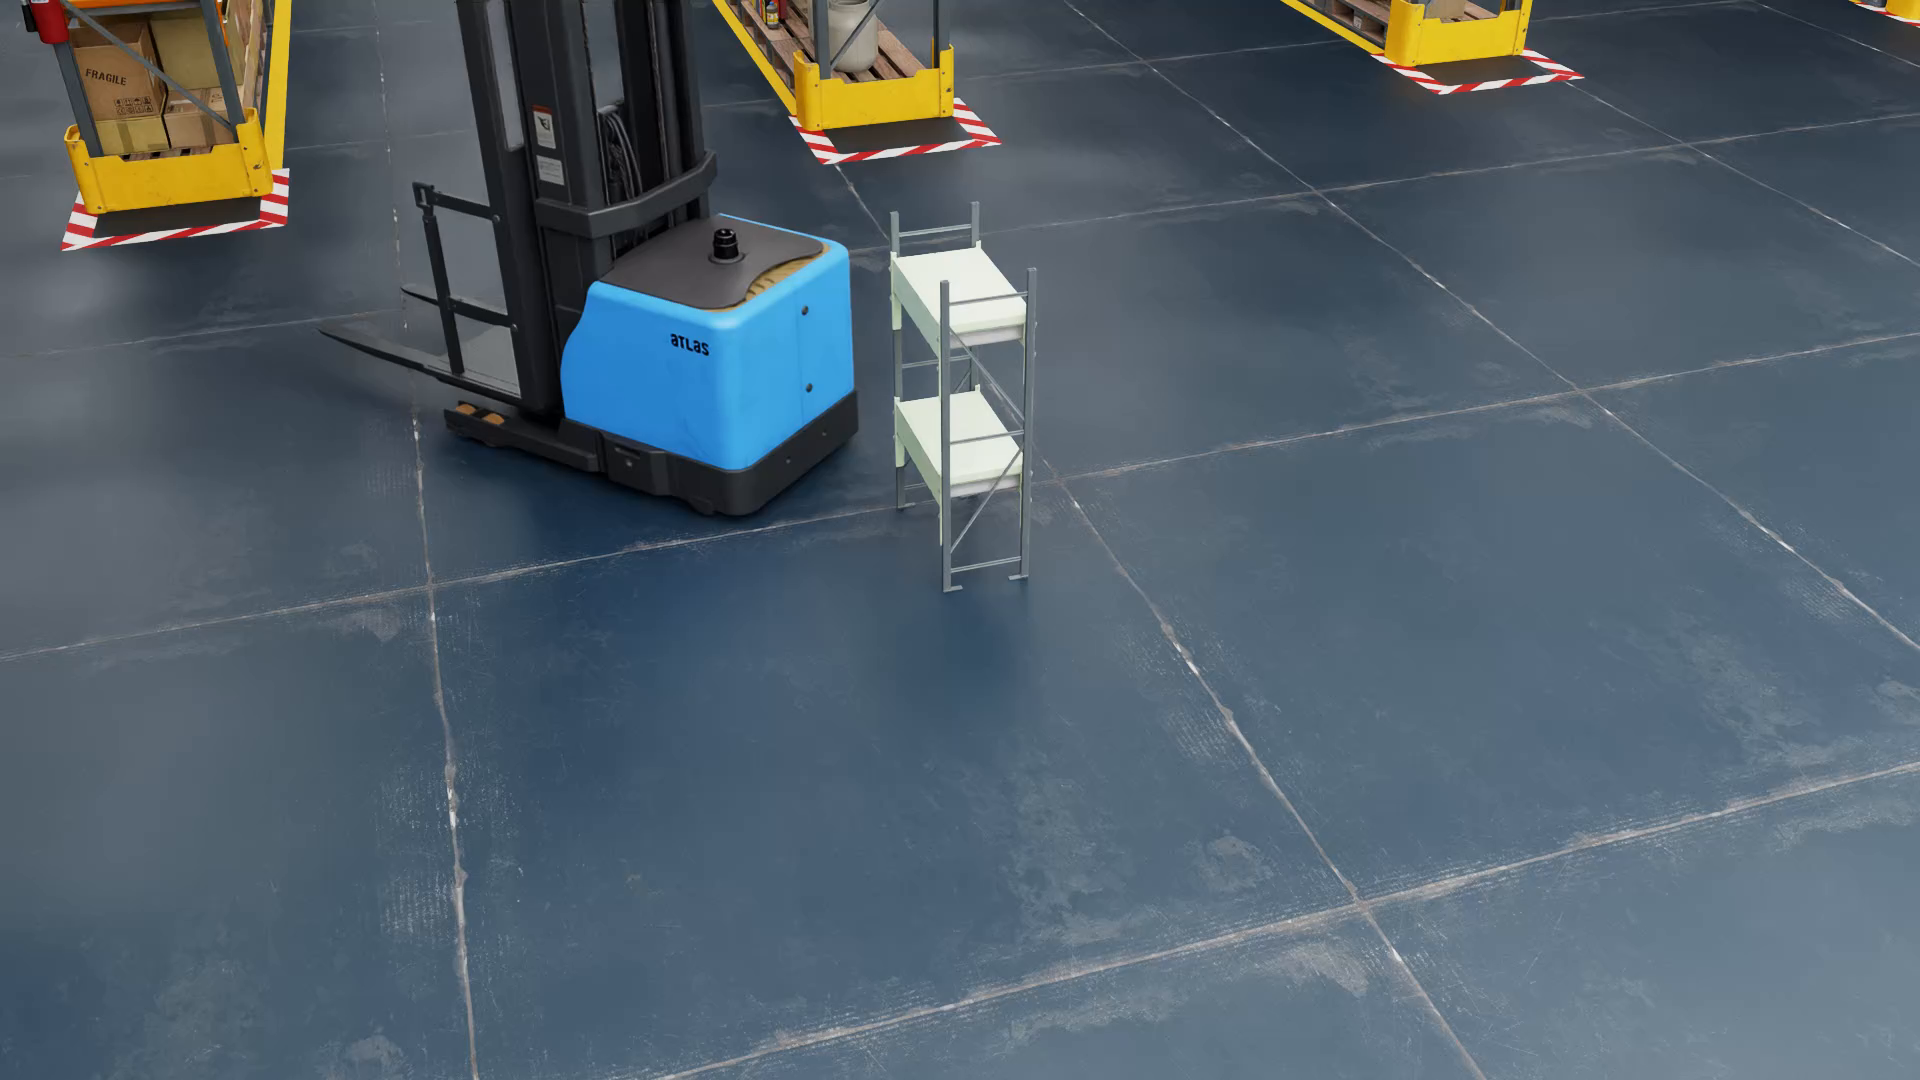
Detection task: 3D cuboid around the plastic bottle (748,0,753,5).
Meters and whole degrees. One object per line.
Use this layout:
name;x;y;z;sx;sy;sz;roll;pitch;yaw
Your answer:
plastic bottle;-1.754;-4.797;14.292;0.144;0.351;0.185;-10;35;-15

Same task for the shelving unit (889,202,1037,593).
shelving unit;0.002;-0.622;7.331;0.431;1.500;0.755;-10;35;-15

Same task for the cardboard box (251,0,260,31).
cardboard box;-6.018;-4.261;13.590;0.500;0.250;0.500;-10;35;-15

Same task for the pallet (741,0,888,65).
pallet;-1.251;-4.370;14.172;1.003;0.211;1.213;-10;35;-15

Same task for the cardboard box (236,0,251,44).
cardboard box;-5.697;-4.051;12.593;0.500;0.500;0.500;-10;35;-15

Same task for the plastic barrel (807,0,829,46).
plastic barrel;-0.999;-4.167;13.212;0.421;0.512;0.421;0;33;0

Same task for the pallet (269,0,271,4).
pallet;-6.773;-4.920;15.005;1.003;0.211;1.213;-10;35;-15

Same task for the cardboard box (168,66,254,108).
cardboard box;-5.398;-3.212;12.004;0.500;0.250;0.500;-10;35;-15

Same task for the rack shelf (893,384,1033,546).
rack shelf;0.002;-0.350;7.511;0.431;0.370;0.720;-10;35;-15

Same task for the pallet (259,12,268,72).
pallet;-6.308;-4.116;13.787;1.003;0.211;1.213;-10;35;-15

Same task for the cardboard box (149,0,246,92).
cardboard box;-5.397;-3.525;11.797;0.500;0.500;0.500;-10;35;-15

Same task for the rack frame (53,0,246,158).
rack frame;-5.291;-3.603;10.482;1.000;3.000;0.127;-10;35;-15

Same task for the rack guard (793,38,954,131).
rack guard;-0.640;-3.423;12.477;1.175;0.500;0.348;-10;35;-15

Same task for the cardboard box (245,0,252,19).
cardboard box;-5.864;-4.311;12.987;0.500;0.500;0.500;-10;35;-15

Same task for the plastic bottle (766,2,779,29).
plastic bottle;-1.550;-4.341;13.738;0.097;0.201;0.097;0;33;0

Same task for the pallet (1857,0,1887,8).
pallet;8.581;-5.292;15.567;1.003;0.211;1.213;-10;35;-15

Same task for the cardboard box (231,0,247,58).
cardboard box;-5.562;-3.786;12.191;0.500;0.500;0.500;-10;35;-15

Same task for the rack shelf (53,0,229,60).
rack shelf;-5.901;-4.353;12.270;1.077;0.370;4.000;-10;35;-15

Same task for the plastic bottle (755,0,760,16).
plastic bottle;-1.643;-4.582;14.035;0.152;0.276;0.135;-11;35;-16

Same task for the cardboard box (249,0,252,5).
cardboard box;-6.020;-4.573;13.383;0.500;0.500;0.500;-10;35;-15

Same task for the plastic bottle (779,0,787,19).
plastic bottle;-1.500;-4.530;13.950;0.061;0.283;0.133;-10;35;-15

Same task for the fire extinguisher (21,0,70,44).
fire extinguisher;-5.697;-3.431;10.291;0.296;0.674;0.183;-10;35;-15

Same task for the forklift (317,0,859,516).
forklift;-2.047;-1.928;8.009;3.031;2.935;1.130;18;37;25

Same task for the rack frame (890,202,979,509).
rack frame;-0.110;-0.814;7.622;0.400;1.500;0.023;-10;35;-15

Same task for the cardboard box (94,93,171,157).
cardboard box;-5.736;-2.863;11.475;0.500;0.250;0.500;-10;35;-15

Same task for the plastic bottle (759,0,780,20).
plastic bottle;-1.601;-4.509;13.924;0.152;0.276;0.135;-10;35;-14

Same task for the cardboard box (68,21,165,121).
cardboard box;-5.738;-3.176;11.268;0.500;0.500;0.500;-10;35;-15

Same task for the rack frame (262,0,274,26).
rack frame;-6.511;-5.703;13.660;1.000;3.000;0.127;-10;35;-15

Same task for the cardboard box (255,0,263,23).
cardboard box;-6.161;-4.525;13.990;0.500;0.250;0.500;-10;35;-15

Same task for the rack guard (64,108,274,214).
rack guard;-5.283;-2.548;11.152;1.175;0.500;0.348;-10;35;-15

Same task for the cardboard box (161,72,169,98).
cardboard box;-5.900;-3.124;11.870;0.500;0.250;0.500;-10;35;-15

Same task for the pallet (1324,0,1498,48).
pallet;3.907;-4.576;14.484;1.003;0.211;1.213;-10;35;-15

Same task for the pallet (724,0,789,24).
pallet;-1.627;-5.011;15.143;1.003;0.211;1.213;-10;35;-15

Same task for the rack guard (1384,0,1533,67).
rack guard;4.121;-4.264;13.750;1.175;0.500;0.348;-10;35;-15

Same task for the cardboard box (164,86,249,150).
cardboard box;-5.242;-2.950;11.607;0.500;0.250;0.500;-10;35;-15

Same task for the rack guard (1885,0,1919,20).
rack guard;8.906;-4.993;14.852;1.175;0.500;0.348;-10;35;-15

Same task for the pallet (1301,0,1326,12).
pallet;3.539;-5.216;15.452;1.003;0.211;1.213;-10;35;-15

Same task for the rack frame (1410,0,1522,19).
rack frame;4.145;-5.267;13.000;1.000;3.000;0.127;-10;35;-15

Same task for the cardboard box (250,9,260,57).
cardboard box;-5.852;-4.001;13.197;0.500;0.250;0.500;-10;35;-15

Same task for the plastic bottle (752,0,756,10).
plastic bottle;-1.697;-4.699;14.145;0.144;0.351;0.185;-9;34;-13

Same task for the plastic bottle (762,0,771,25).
plastic bottle;-1.603;-4.433;13.803;0.061;0.283;0.133;-9;35;-14

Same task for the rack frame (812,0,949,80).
rack frame;-0.572;-4.434;11.740;1.000;3.000;0.127;-10;35;-15

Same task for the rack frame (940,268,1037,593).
rack frame;0.114;-0.430;7.040;0.400;1.500;0.023;-10;35;-15

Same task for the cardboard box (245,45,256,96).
cardboard box;-5.551;-3.475;12.401;0.500;0.250;0.500;-10;35;-15

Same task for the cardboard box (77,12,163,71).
cardboard box;-6.057;-3.698;12.059;0.500;0.500;0.500;-10;35;-15

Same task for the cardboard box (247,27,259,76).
cardboard box;-5.698;-3.738;12.799;0.500;0.250;0.500;-10;35;-15

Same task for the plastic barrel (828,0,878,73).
plastic barrel;-0.846;-3.904;12.813;0.421;0.512;0.421;0;33;0

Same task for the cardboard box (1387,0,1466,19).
cardboard box;3.970;-4.730;14.074;0.500;0.500;0.500;-4;34;-6

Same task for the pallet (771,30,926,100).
pallet;-0.883;-3.730;13.204;1.003;0.211;1.213;-10;35;-15

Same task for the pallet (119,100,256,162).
pallet;-5.564;-2.834;11.848;1.003;0.211;1.213;-10;35;-15

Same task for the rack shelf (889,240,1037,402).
rack shelf;0.002;-0.948;7.116;0.431;0.370;0.720;-10;35;-15

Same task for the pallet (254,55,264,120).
pallet;-5.932;-3.474;12.816;1.003;0.211;1.213;-10;35;-15
